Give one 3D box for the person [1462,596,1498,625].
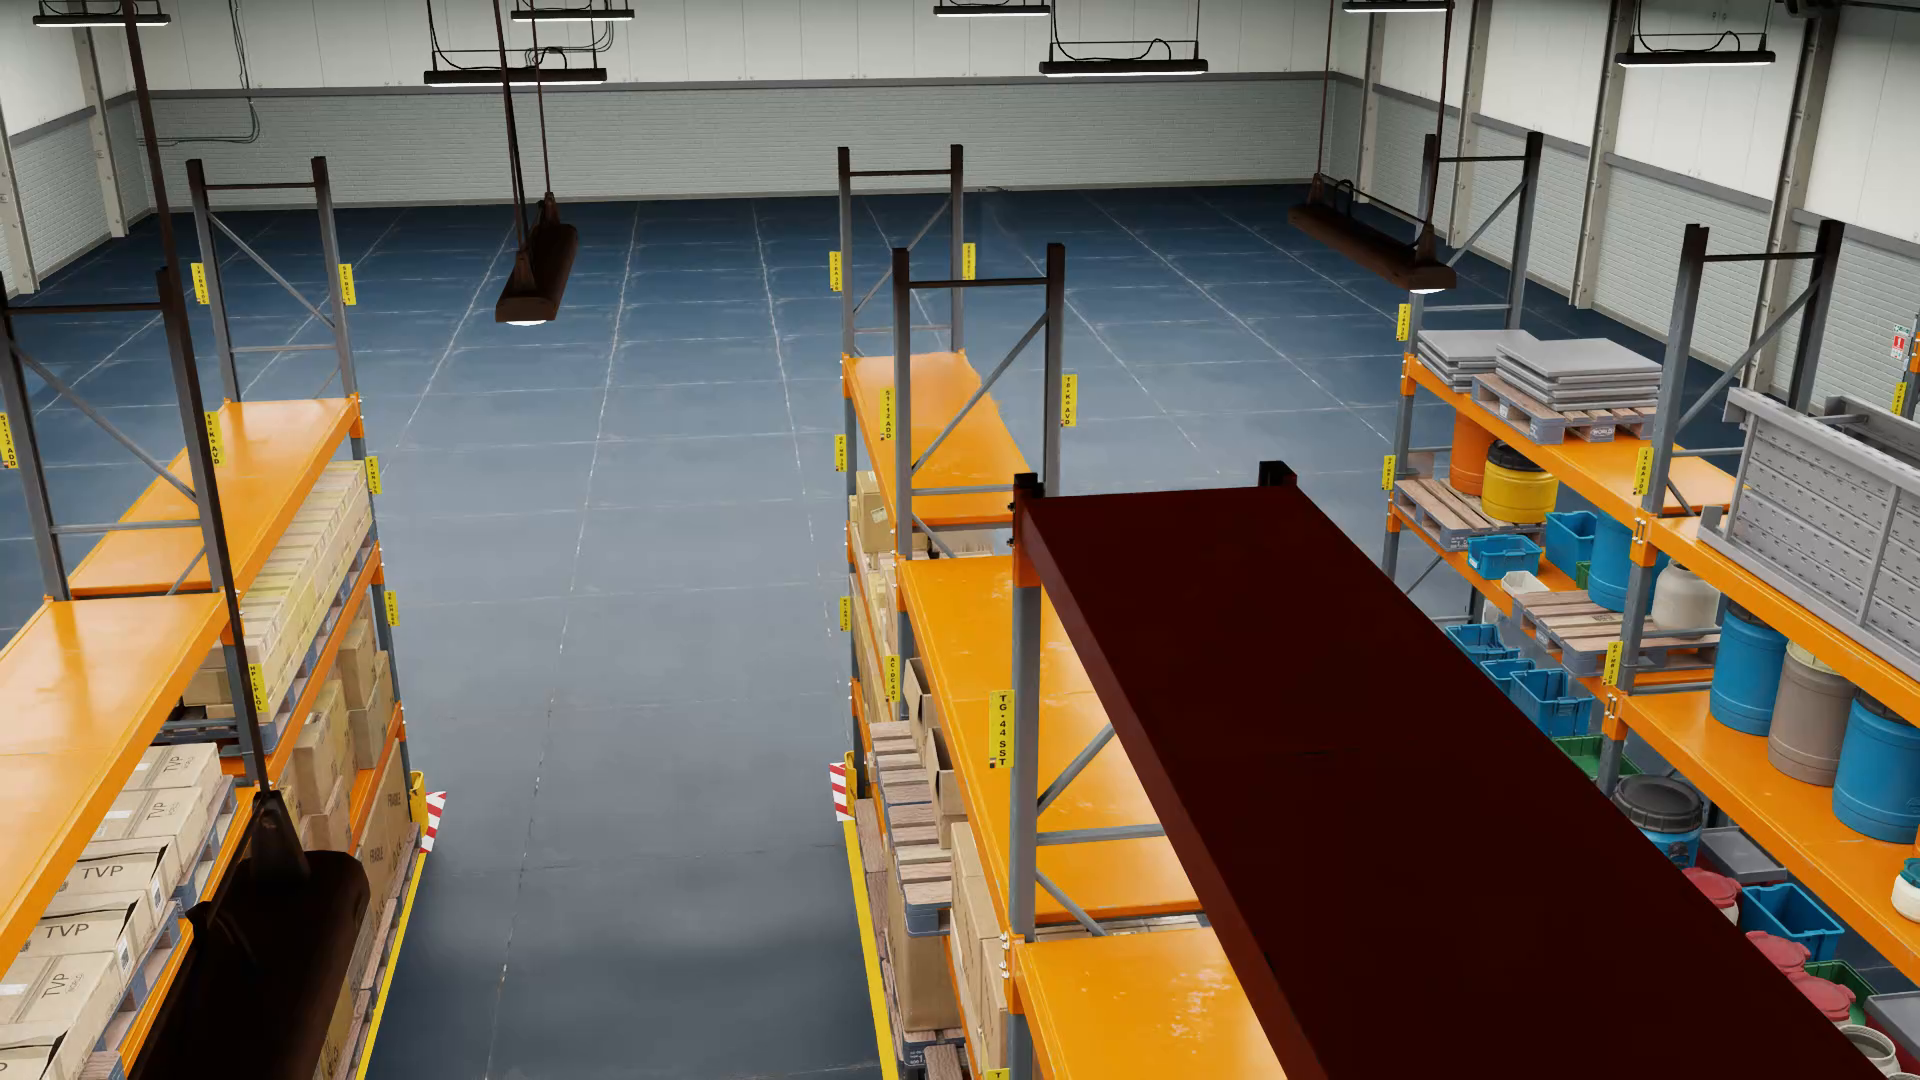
[{"bbox_3d":[5.231,1.080,16.818,0.581,1.561,0.571,-20,29,-41],"label":"person"}]
